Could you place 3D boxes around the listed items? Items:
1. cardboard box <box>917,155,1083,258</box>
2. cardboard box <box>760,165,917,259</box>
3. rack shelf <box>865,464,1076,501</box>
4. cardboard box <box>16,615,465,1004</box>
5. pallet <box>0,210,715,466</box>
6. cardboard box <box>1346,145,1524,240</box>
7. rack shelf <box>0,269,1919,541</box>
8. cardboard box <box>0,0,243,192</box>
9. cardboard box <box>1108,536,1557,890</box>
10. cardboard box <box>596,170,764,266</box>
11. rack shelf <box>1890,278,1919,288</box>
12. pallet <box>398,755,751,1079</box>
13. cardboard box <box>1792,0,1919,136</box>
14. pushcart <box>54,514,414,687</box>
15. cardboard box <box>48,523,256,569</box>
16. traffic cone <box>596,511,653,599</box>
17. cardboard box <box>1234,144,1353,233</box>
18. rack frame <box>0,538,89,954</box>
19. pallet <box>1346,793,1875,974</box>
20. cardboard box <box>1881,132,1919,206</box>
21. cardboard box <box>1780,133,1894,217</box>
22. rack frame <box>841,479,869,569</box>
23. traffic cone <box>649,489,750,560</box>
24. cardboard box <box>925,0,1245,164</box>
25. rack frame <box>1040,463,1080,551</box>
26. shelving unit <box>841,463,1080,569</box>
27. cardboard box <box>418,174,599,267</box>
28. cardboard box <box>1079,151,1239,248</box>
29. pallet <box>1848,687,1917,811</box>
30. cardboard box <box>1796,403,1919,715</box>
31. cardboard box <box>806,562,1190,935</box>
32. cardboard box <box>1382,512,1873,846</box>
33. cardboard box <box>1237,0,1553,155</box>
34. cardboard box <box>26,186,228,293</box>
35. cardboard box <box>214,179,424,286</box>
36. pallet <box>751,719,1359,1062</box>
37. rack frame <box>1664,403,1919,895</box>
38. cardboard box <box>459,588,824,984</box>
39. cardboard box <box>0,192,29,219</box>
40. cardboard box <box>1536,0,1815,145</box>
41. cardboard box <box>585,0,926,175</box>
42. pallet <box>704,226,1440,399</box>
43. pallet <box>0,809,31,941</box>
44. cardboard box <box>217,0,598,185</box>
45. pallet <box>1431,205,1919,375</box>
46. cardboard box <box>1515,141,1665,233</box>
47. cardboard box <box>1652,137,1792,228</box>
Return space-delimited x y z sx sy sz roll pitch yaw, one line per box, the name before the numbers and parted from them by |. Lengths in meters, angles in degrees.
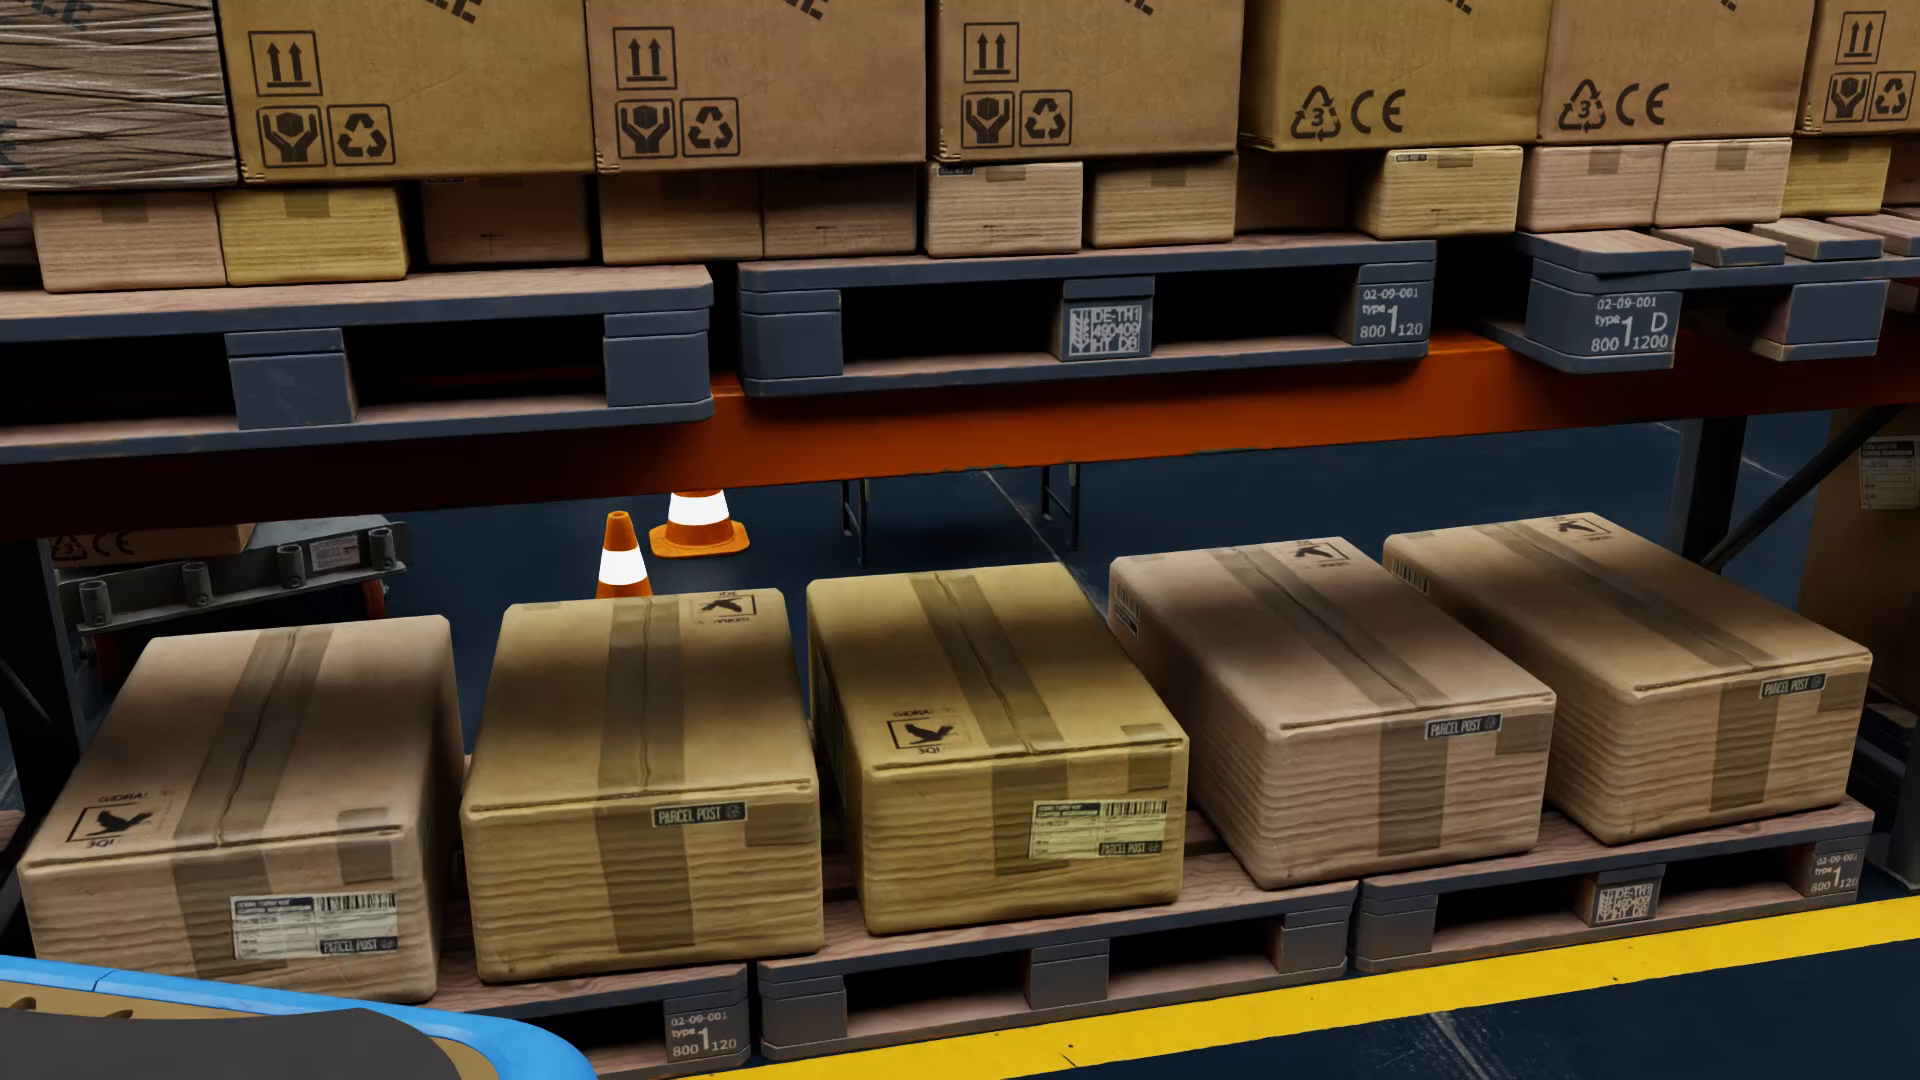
cardboard box | 0.039 -0.590 2.820 0.250 0.149 0.380 -4 20 -10
cardboard box | -0.232 -0.587 2.810 0.250 0.149 0.380 -4 21 -12
rack shelf | -0.006 -0.398 5.667 0.720 0.370 0.431 -5 21 -12
cardboard box | -1.337 0.515 3.258 0.625 0.372 0.950 -4 21 -12
pallet | -1.069 -0.401 2.828 1.213 0.211 1.003 -5 21 -12
cardboard box | 0.791 -0.646 2.973 0.250 0.149 0.380 -4 21 -12
rack shelf | 0.100 -0.300 3.318 4.000 0.370 1.077 -5 21 -12
cardboard box | -1.324 -0.804 2.461 0.500 0.500 0.500 -4 21 -11
cardboard box | 0.778 0.343 3.727 0.625 0.372 0.950 -5 21 -14
cardboard box | -0.473 -0.568 2.758 0.250 0.149 0.380 -4 21 -12
rack shelf | 3.992 -0.616 4.182 4.000 0.370 1.077 -5 21 -12
pallet | -1.089 0.768 3.412 1.213 0.211 1.003 -5 21 -12
cardboard box | 1.668 -1.051 3.134 0.500 0.500 0.500 -5 21 -14
pushcart | -2.420 -0.007 5.286 0.936 0.377 1.648 -13 24 -31
cardboard box | -2.285 -0.255 4.682 0.500 0.500 0.500 -5 21 -12
traffic cone | -0.962 0.145 4.746 0.334 0.463 0.336 -5 21 -12
cardboard box | 0.517 -0.669 3.034 0.250 0.149 0.380 -4 21 -12
rack frame | -1.847 -0.479 2.762 0.127 3.000 1.000 -5 21 -12
pallet | 1.285 0.575 3.939 1.213 0.211 1.003 -5 21 -12
cardboard box | 1.781 -0.770 3.312 0.250 0.149 0.380 -4 20 -10
cardboard box | 1.537 -0.725 3.188 0.250 0.149 0.380 -4 21 -12
rack frame | -0.363 -0.675 5.476 0.023 1.500 0.400 -5 21 -12
traffic cone | -0.910 -0.213 5.722 0.334 0.463 0.336 -5 21 -12
cardboard box | 0.145 -0.923 2.785 0.500 0.500 0.500 -6 21 -15
rack frame | 0.350 -0.733 5.634 0.023 1.500 0.400 -5 21 -12
shelving unit | -0.006 -0.704 5.555 0.755 1.500 0.431 -5 21 -12
cardboard box | -0.733 -0.561 2.741 0.250 0.149 0.380 -3 20 -9
cardboard box | 0.292 -0.621 2.905 0.250 0.149 0.380 -5 21 -14
pallet | 2.831 0.476 4.208 1.213 0.211 1.003 -5 21 -12
cardboard box | 2.737 -0.022 3.993 0.875 0.875 0.875 -5 21 -13
cardboard box | 0.038 0.401 3.568 0.625 0.372 0.950 -4 20 -11
cardboard box | 1.494 0.282 3.893 0.625 0.372 0.950 -6 21 -16
cardboard box | 0.676 -0.966 2.902 0.500 0.500 0.500 -6 21 -16
cardboard box | -1.236 -0.497 2.564 0.250 0.149 0.380 -4 21 -12
cardboard box | -0.991 -0.513 2.610 0.250 0.149 0.380 -4 21 -11
pallet | 0.100 0.670 3.678 1.213 0.211 1.003 -5 21 -12
rack frame | 2.046 -0.796 3.627 0.127 3.000 1.000 -5 21 -12
cardboard box | -0.638 0.457 3.416 0.625 0.372 0.950 -3 20 -9
cardboard box | -3.712 -1.301 7.485 0.875 0.875 0.875 -4 21 -12
cardboard box | 1.167 -1.006 3.012 0.500 0.500 0.500 -5 21 -13
cardboard box | -0.353 -0.879 2.664 0.500 0.500 0.500 -5 21 -13
pallet | 0.129 -0.536 3.194 1.213 0.211 1.003 -5 21 -12
pallet | -2.492 0.895 3.065 1.213 0.211 1.003 -5 21 -12
cardboard box | -0.837 -0.844 2.570 0.500 0.500 0.500 -5 21 -12
pallet | 1.377 -0.614 3.408 1.003 0.211 1.213 -5 21 -12
cardboard box | 1.055 -0.673 3.045 0.250 0.149 0.380 -6 21 -15
cardboard box | 1.302 -0.690 3.092 0.250 0.149 0.380 -5 21 -13
